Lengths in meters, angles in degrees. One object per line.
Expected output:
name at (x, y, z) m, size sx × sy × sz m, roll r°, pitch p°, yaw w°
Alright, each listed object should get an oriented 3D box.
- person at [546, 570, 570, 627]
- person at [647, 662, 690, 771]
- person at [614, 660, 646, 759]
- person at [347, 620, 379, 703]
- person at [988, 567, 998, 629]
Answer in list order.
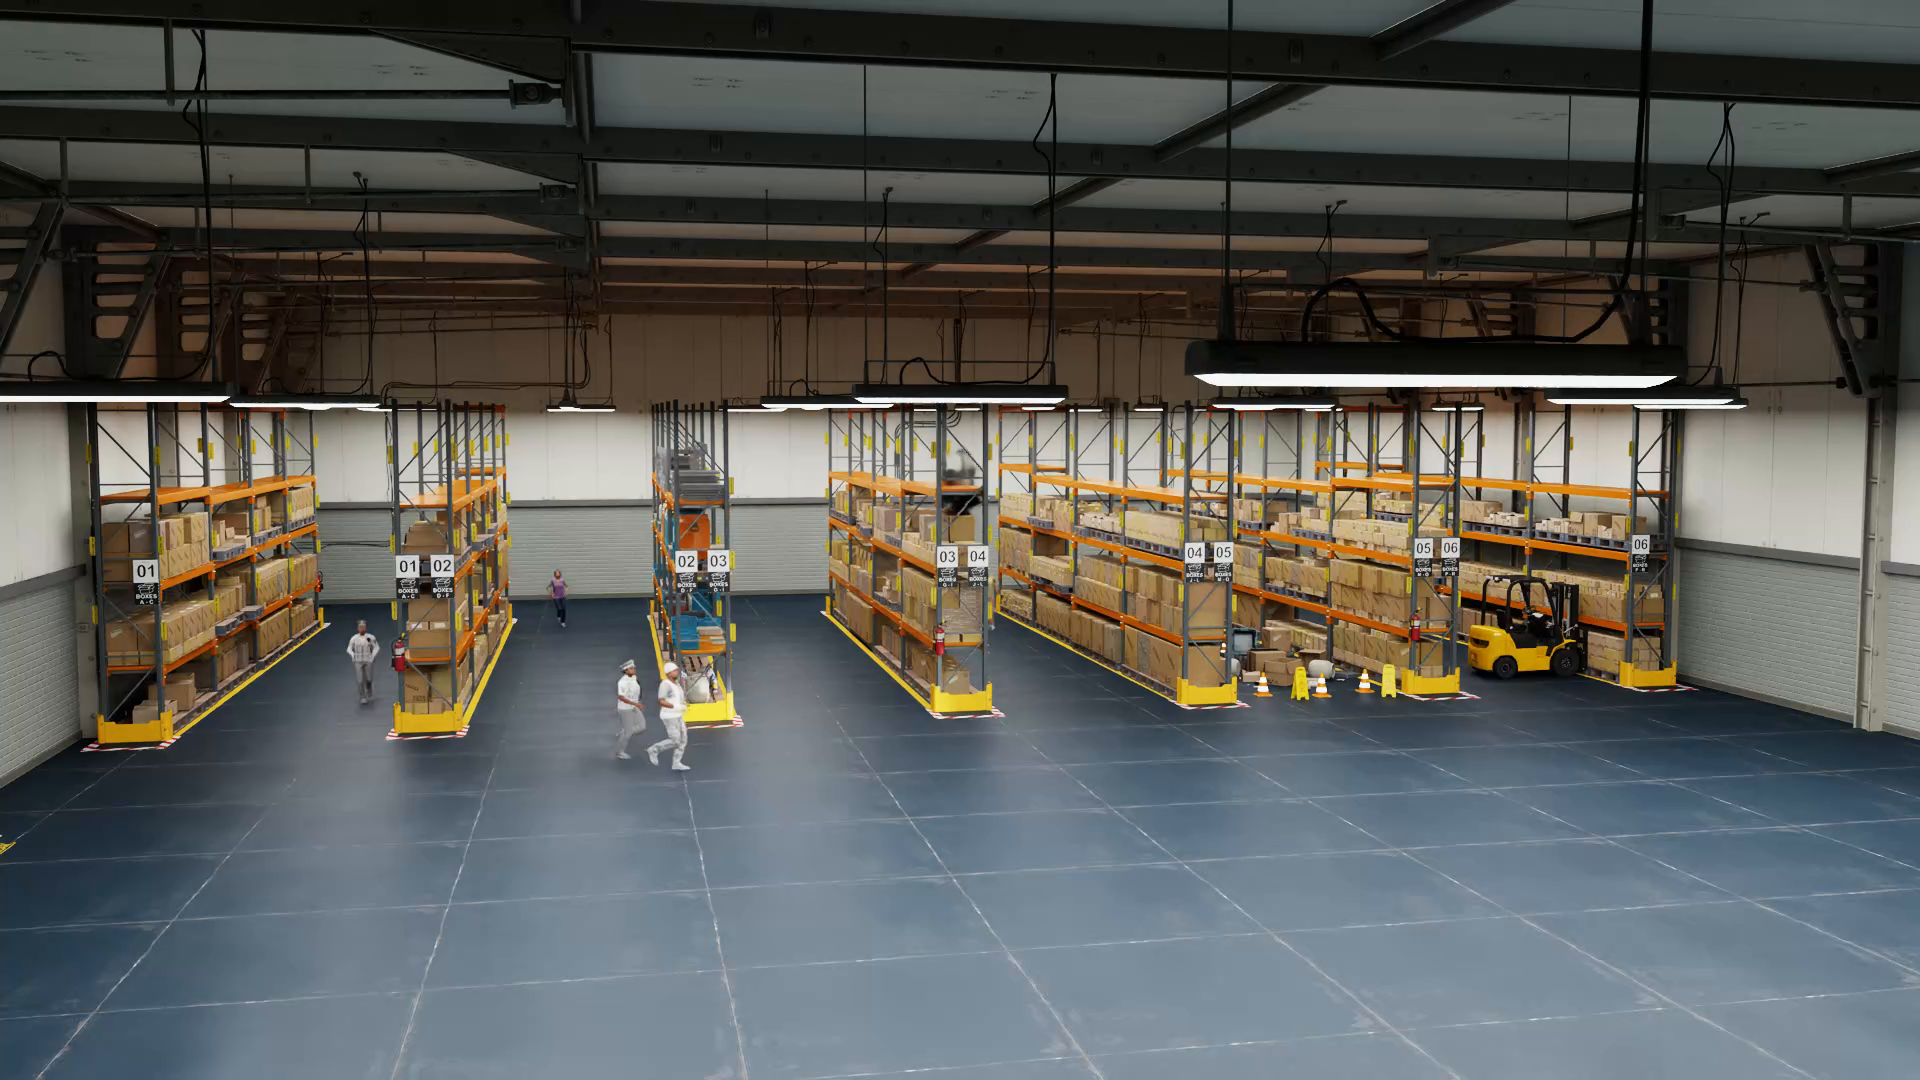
person at (-10.842, 1.575, 44.915) m, size 0.596 × 1.545 × 0.564 m, roll -2°, pitch 5°, yaw -23°
person at (-4.673, 2.834, 26.734) m, size 0.704 × 1.743 × 0.687 m, roll 1°, pitch 4°, yaw 8°
person at (-5.485, 2.815, 27.729) m, size 0.616 × 1.655 × 0.558 m, roll 2°, pitch 5°, yaw 21°
person at (-11.841, 2.410, 32.996) m, size 0.611 × 1.649 × 0.569 m, roll -1°, pitch 5°, yaw -18°
person at (0.745, 1.521, 44.305) m, size 0.582 × 1.620 × 1.066 m, roll -1°, pitch 4°, yaw -8°
